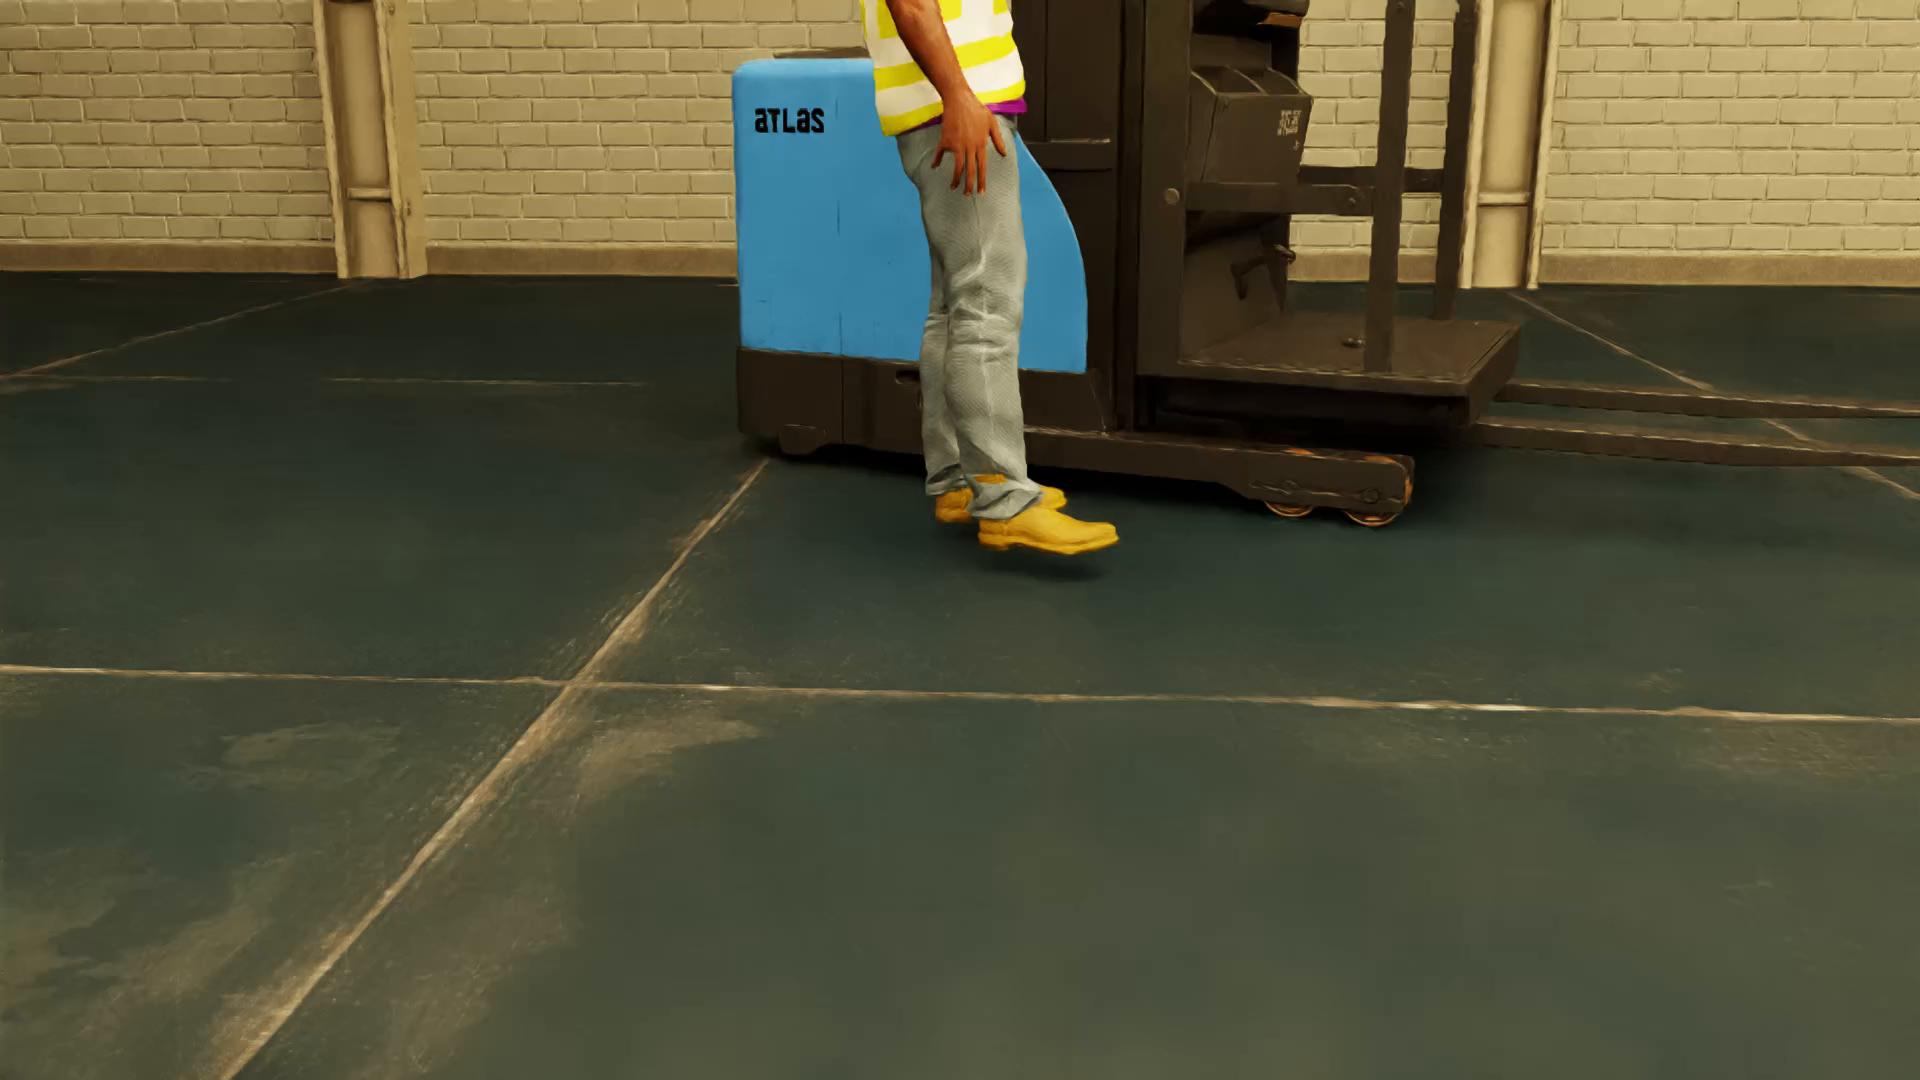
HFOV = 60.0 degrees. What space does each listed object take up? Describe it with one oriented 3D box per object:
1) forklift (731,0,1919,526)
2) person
[{"bbox_3d":[0.936,-1.605,4.133,3.031,2.935,1.130,7,17,23],"label":"forklift"},{"bbox_3d":[0.069,-0.897,3.559,0.576,1.766,0.665,1,15,4],"label":"person"}]
